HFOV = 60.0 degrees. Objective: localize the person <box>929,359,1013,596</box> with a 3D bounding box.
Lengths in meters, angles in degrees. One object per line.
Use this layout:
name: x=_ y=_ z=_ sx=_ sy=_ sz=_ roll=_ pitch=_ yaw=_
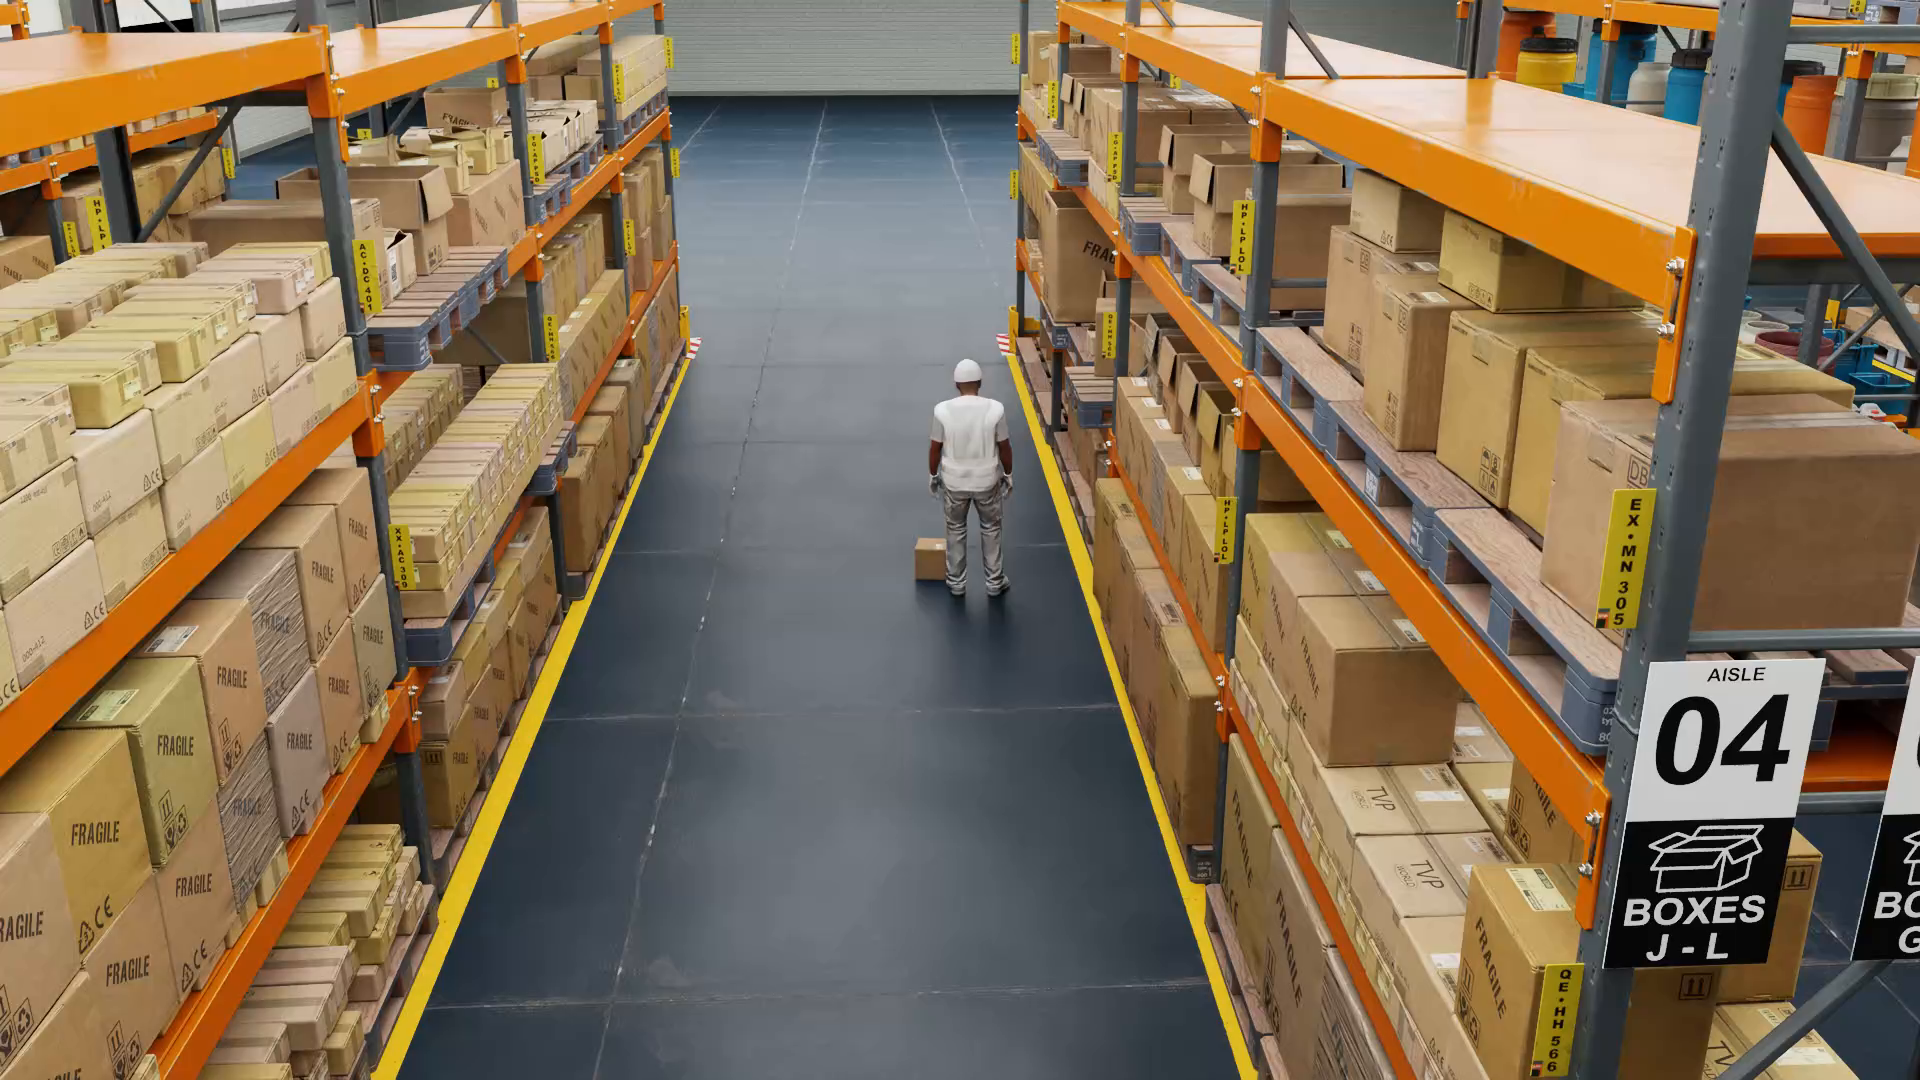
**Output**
person: x=0.082 y=-0.451 z=12.289 sx=0.625 sy=1.772 sz=0.452 roll=1 pitch=20 yaw=3
